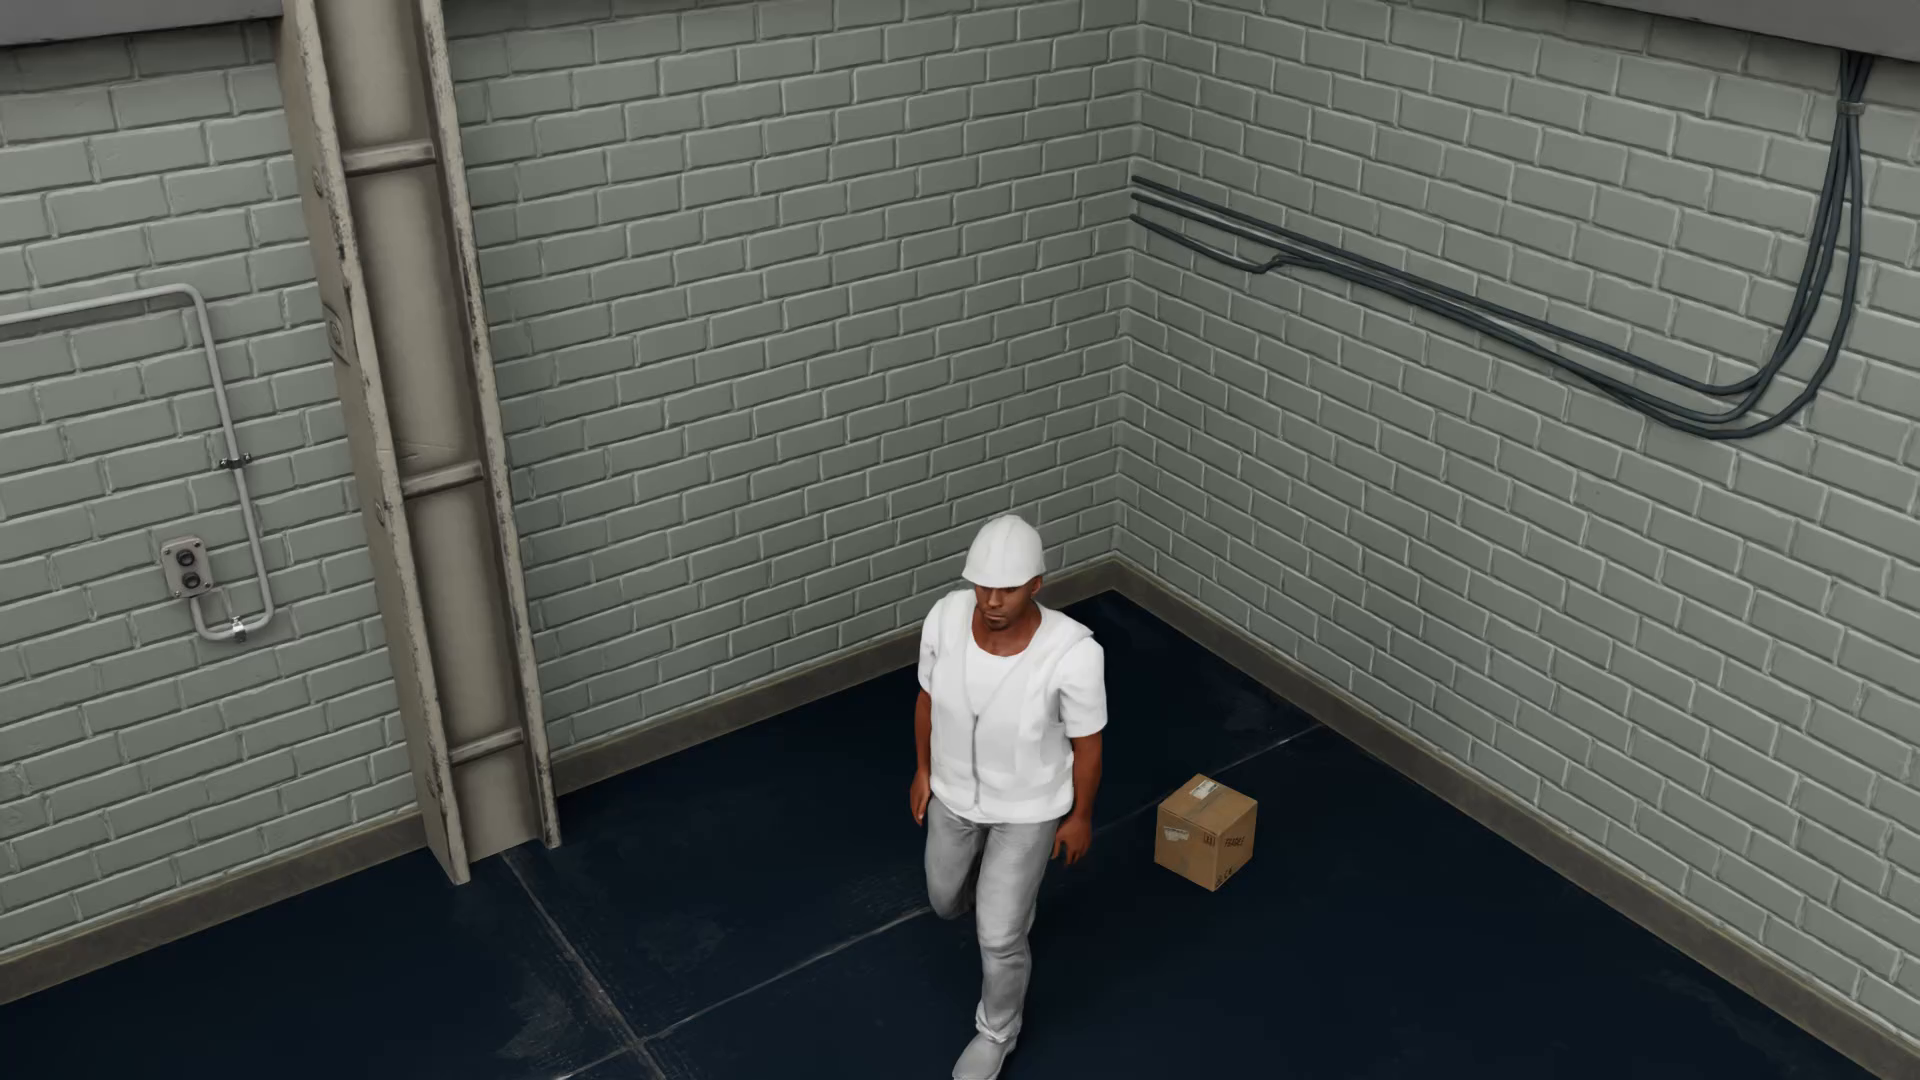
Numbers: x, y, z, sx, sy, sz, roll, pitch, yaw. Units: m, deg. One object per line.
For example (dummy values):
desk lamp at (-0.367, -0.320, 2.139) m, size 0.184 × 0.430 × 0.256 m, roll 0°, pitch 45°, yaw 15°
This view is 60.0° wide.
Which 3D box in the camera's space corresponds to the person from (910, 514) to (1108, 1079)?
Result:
person at (0.136, 0.699, 4.781) m, size 0.578 × 1.749 × 0.770 m, roll 15°, pitch 32°, yaw 26°
